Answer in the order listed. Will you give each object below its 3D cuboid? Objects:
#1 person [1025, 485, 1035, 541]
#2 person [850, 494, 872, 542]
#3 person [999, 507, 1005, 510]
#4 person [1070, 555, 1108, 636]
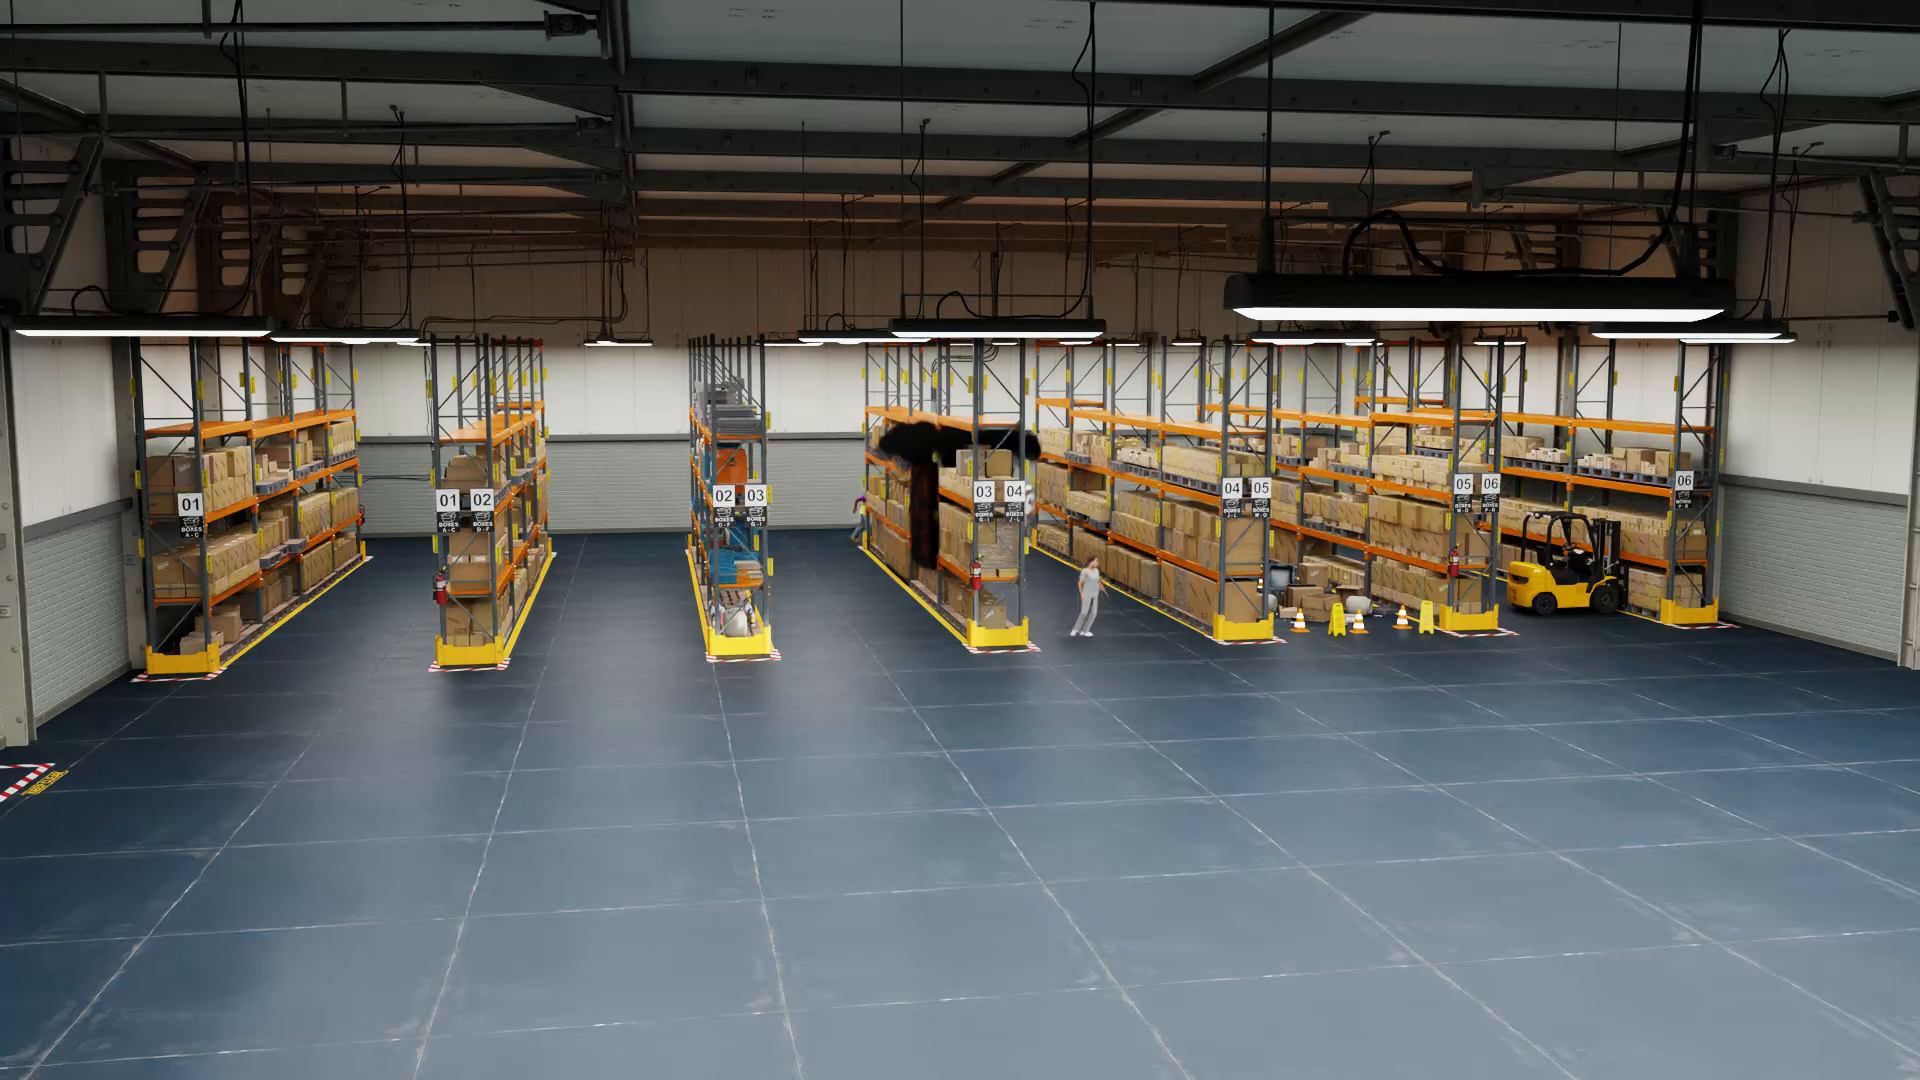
[{"bbox_3d":[2.110,-0.801,49.568,0.587,1.711,0.664,-3,7,-25],"label":"person"},{"bbox_3d":[-2.738,-0.746,49.057,1.038,1.656,0.683,3,7,21],"label":"person"},{"bbox_3d":[1.276,-0.543,47.055,0.646,1.753,0.655,-1,7,-13],"label":"person"},{"bbox_3d":[2.560,1.119,33.124,0.696,1.640,0.539,-5,8,-39],"label":"person"}]
